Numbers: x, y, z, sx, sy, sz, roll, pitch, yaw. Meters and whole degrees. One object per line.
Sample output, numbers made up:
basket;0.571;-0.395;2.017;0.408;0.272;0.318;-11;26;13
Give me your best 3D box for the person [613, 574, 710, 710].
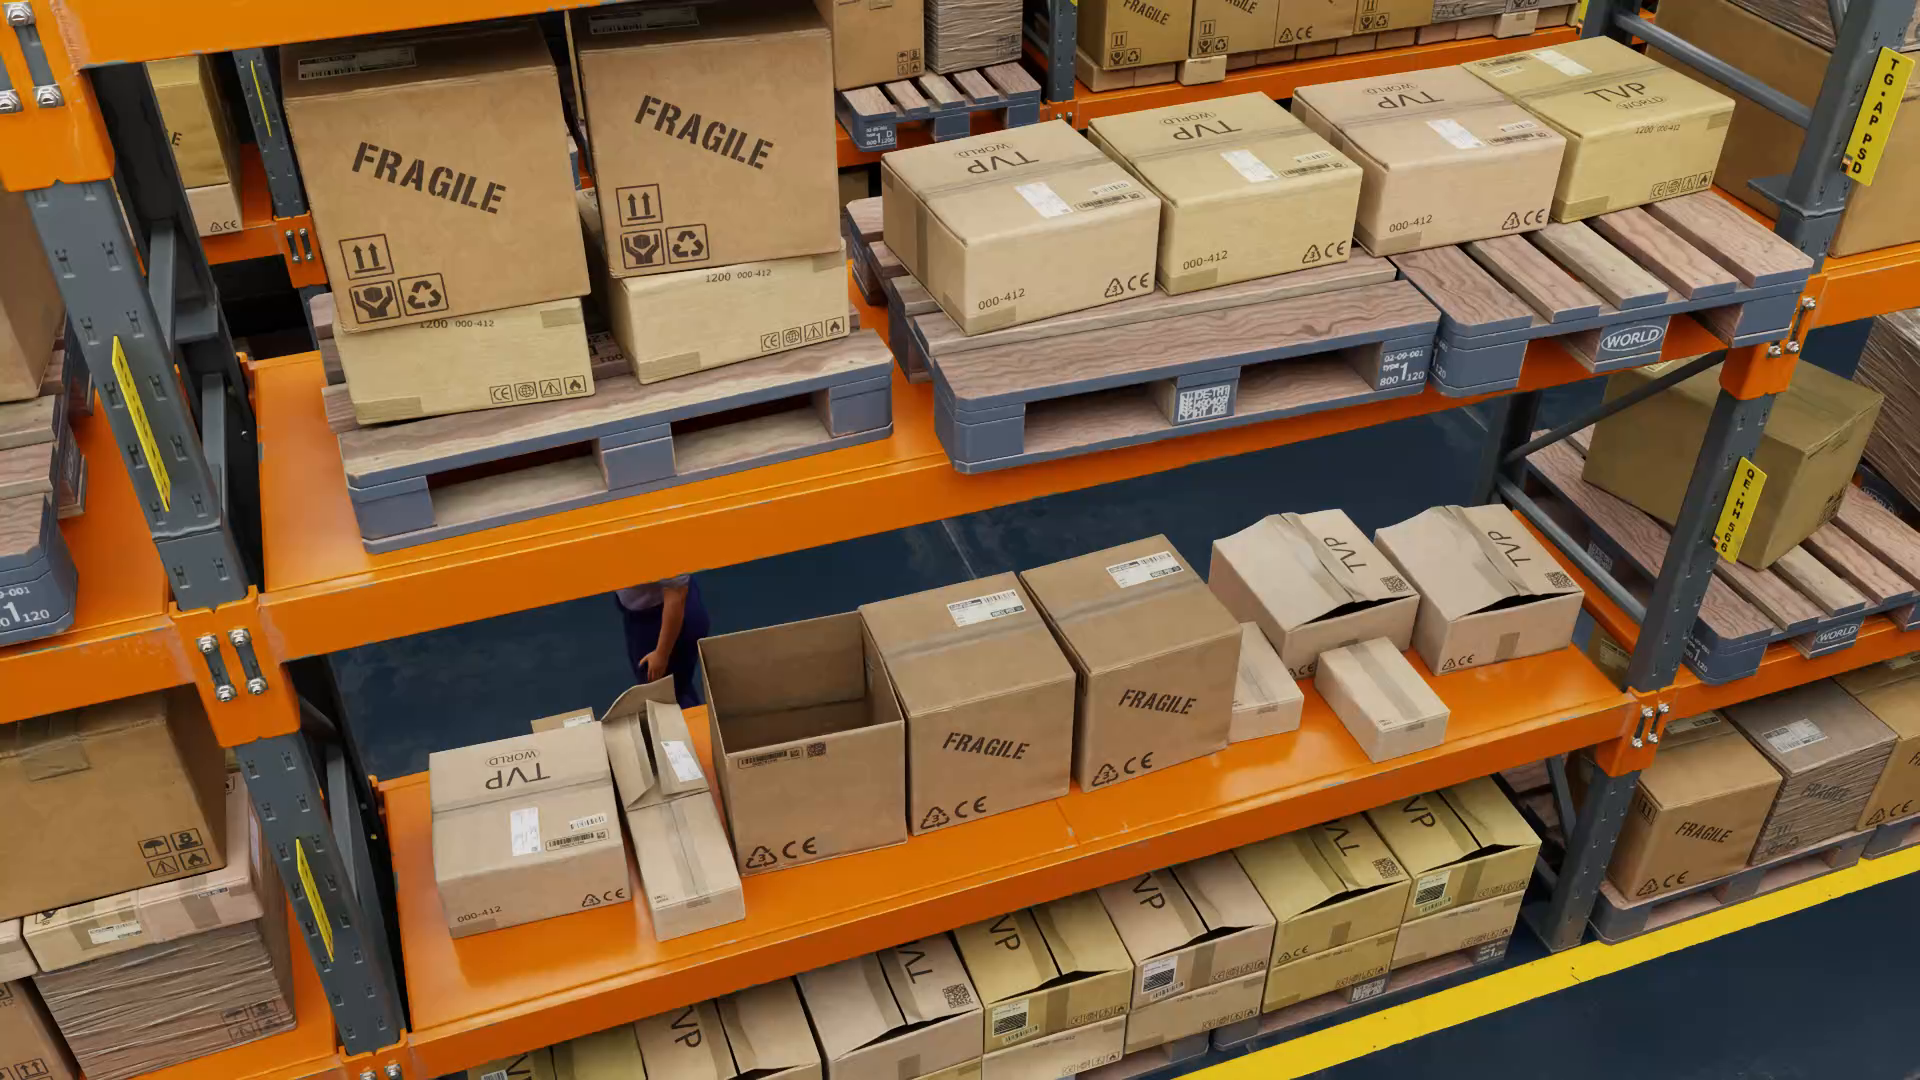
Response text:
person;-1.150;0.323;6.445;0.340;1.703;0.512;-12;40;-15
